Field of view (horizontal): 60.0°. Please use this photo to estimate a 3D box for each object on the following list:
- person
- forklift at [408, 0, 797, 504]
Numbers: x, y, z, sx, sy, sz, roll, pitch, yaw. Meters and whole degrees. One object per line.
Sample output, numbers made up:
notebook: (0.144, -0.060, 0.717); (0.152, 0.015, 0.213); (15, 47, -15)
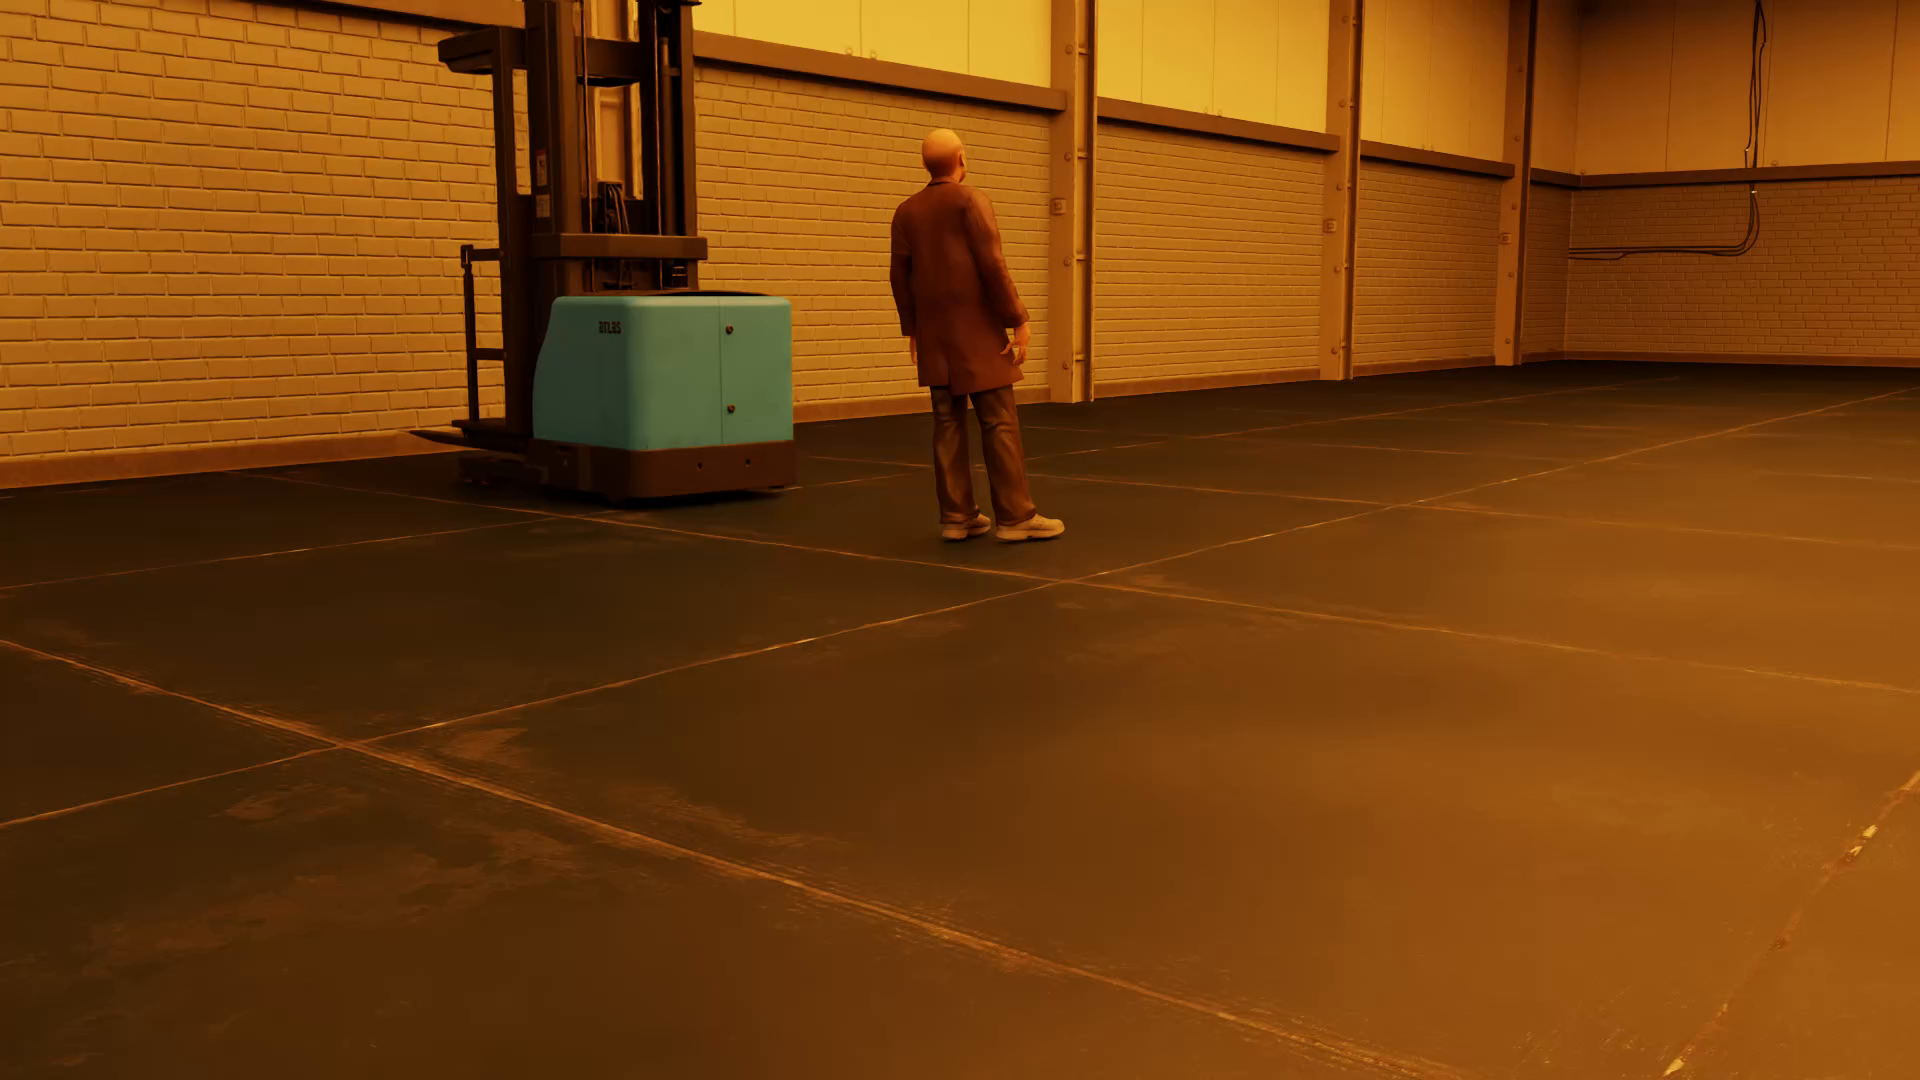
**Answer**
person: (0.061, -0.897, 7.342); (0.694, 1.776, 0.582); (7, 11, 38)
forklift: (-2.250, -1.795, 9.547); (1.130, 2.935, 3.031); (-8, 11, -42)
